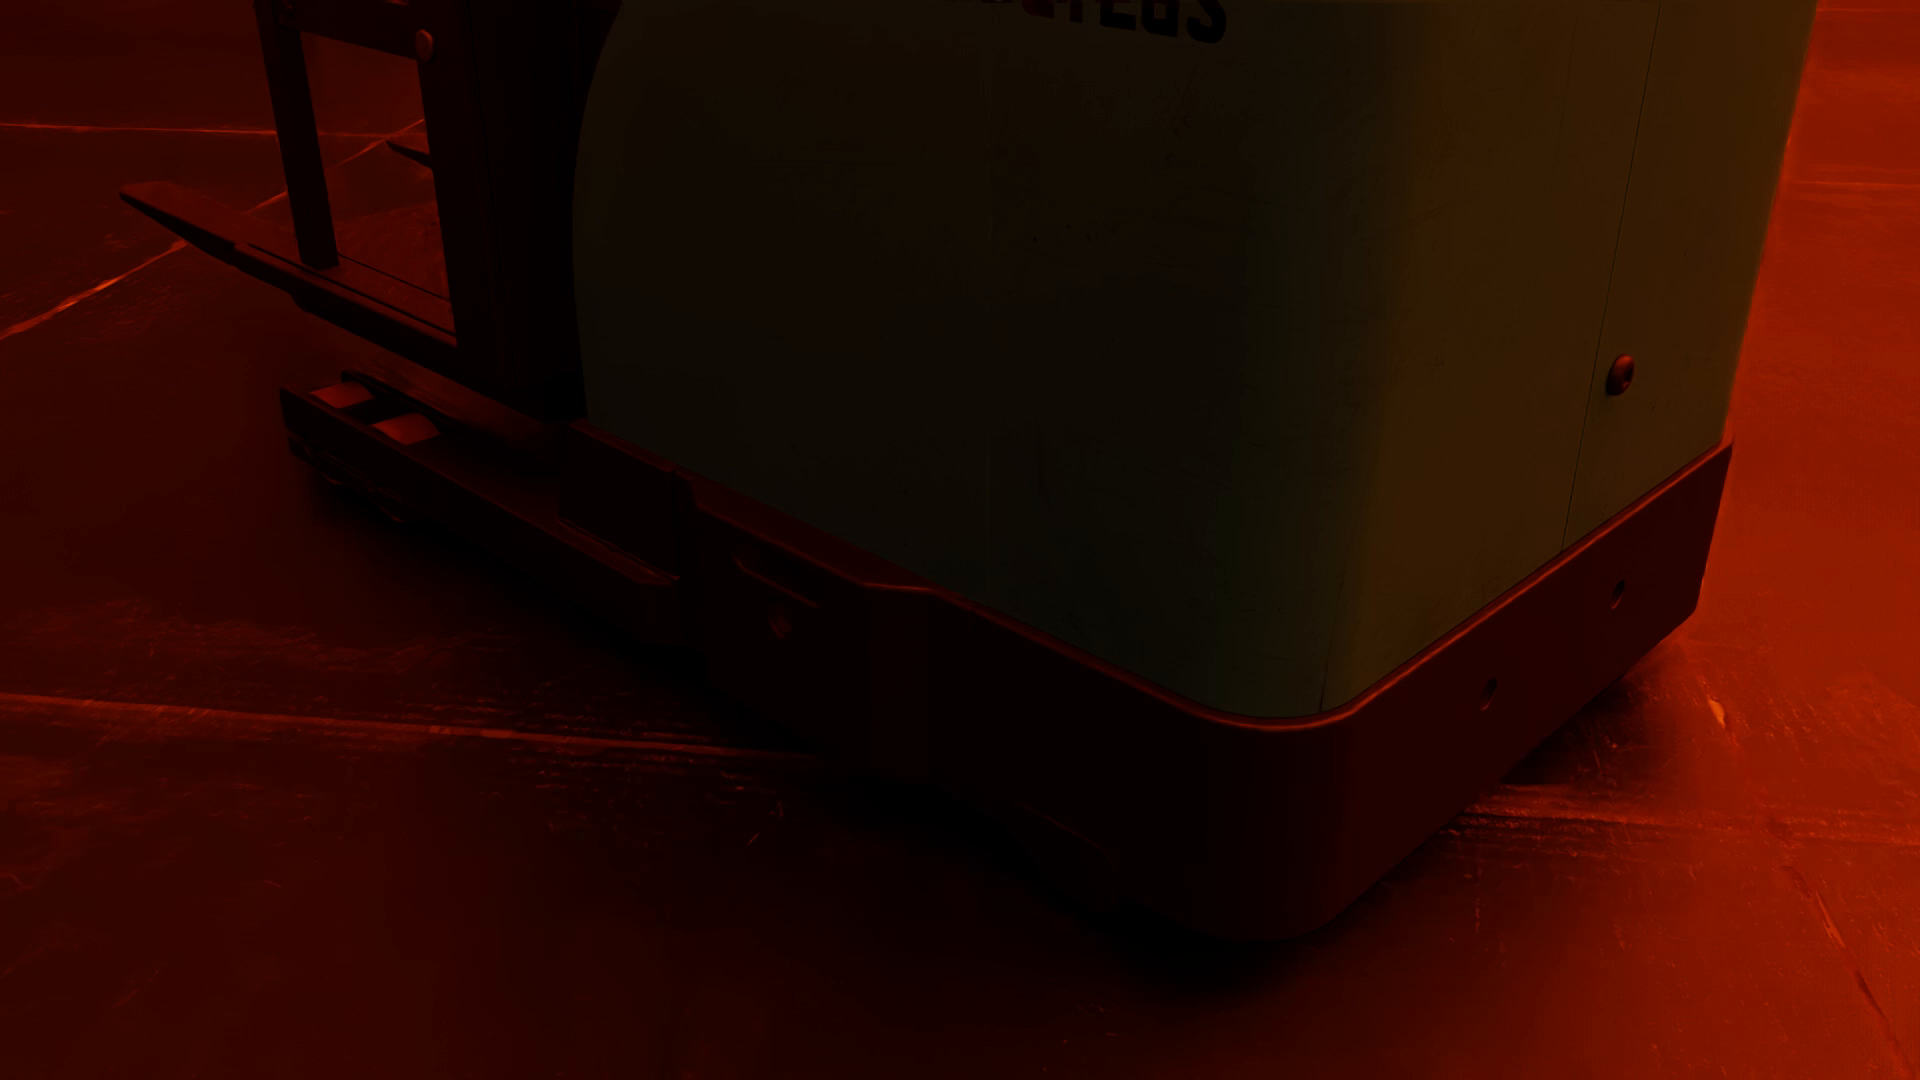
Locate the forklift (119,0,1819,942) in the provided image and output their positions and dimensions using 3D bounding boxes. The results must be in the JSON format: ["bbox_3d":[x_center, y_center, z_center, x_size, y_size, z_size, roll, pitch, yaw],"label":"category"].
[{"bbox_3d":[-0.439,-1.485,2.193,3.031,2.935,1.130,23,35,39],"label":"forklift"}]
